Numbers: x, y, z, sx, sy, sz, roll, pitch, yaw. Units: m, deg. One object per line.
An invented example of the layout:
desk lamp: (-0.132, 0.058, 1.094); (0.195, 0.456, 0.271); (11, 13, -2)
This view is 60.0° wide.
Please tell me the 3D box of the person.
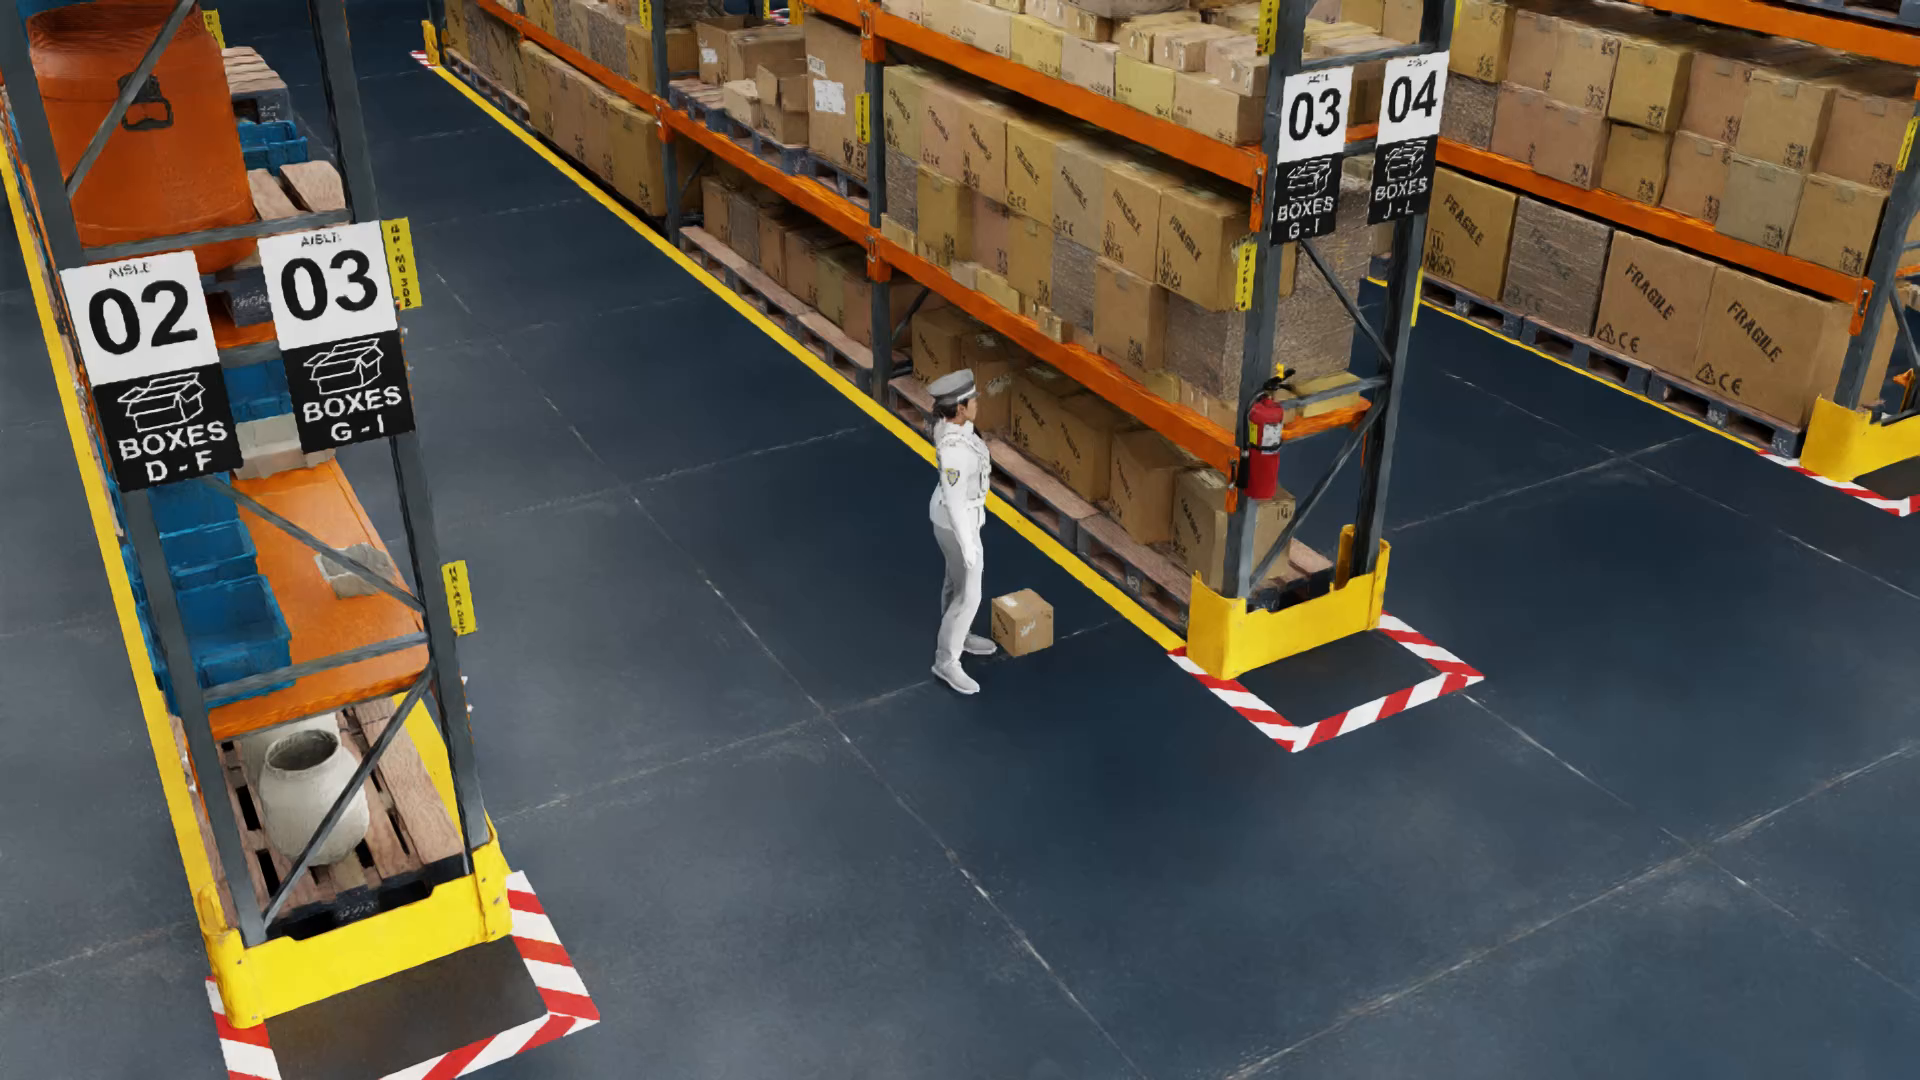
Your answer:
person: (0.019, -0.058, 8.634); (0.373, 1.712, 0.573); (-1, 29, -2)
